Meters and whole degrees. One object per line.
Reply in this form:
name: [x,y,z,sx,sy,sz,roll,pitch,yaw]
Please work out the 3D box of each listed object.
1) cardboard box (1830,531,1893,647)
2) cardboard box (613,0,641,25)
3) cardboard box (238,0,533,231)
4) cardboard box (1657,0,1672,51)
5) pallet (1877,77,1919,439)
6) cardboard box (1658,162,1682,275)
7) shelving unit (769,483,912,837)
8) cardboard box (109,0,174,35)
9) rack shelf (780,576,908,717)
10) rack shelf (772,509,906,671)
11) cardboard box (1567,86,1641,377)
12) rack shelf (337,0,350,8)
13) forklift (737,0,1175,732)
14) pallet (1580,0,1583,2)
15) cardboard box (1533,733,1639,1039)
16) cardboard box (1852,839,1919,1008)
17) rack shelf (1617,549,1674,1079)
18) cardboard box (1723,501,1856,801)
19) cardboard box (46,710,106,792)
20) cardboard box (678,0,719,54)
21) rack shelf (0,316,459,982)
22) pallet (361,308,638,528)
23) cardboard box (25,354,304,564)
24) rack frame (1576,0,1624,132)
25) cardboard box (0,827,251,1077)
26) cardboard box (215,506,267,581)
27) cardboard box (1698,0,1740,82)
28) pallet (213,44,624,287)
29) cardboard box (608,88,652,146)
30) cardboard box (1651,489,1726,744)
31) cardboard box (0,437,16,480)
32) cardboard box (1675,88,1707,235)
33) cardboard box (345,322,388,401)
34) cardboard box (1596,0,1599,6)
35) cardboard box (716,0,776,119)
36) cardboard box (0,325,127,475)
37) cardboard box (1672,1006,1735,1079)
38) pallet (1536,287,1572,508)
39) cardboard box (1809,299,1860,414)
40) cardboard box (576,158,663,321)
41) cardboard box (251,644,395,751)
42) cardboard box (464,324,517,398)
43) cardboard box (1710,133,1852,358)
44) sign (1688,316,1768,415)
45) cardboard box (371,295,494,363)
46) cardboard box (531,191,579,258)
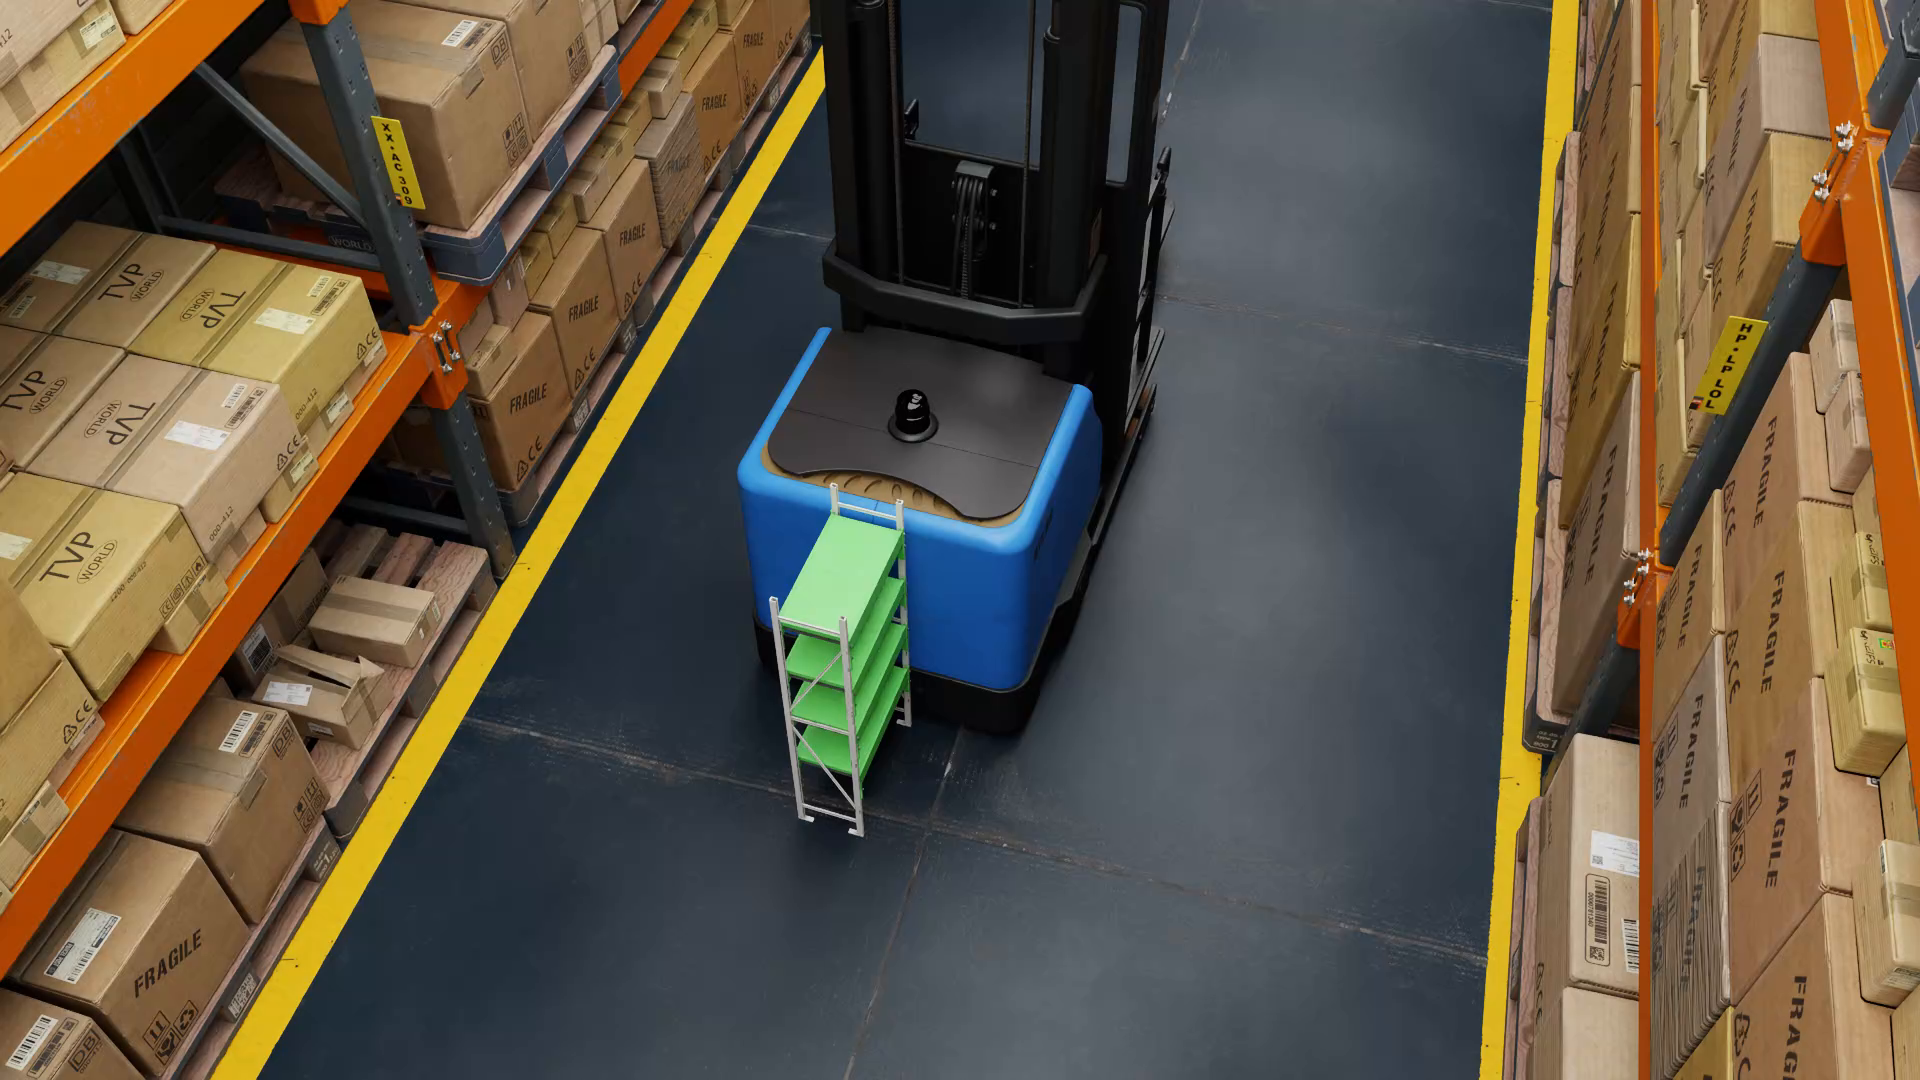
cardboard box: [1.999,0.153,3.367,0.380,0.149,0.250,11,50,10]
cardboard box: [-1.568,-2.392,6.433,0.700,0.500,0.500,11,50,10]
cardboard box: [-1.911,-1.450,5.601,0.700,0.500,0.500,13,50,11]
cardboard box: [3.099,-2.160,6.675,0.500,0.250,0.500,10,49,9]
pallet: [2.310,-0.369,3.052,1.003,0.211,1.213,12,50,10]
cardboard box: [2.697,-1.049,5.694,0.500,0.250,0.500,10,49,9]
shelving unit: [-0.370,0.425,5.493,0.258,1.200,0.503,14,50,12]
cardboard box: [-2.131,-1.387,4.059,0.380,0.149,0.250,11,50,10]
rack shelf: [-0.370,0.309,5.361,0.258,0.148,0.480,14,50,12]
rack shelf: [-0.370,0.150,5.181,0.258,0.148,0.480,14,50,12]
cardboard box: [3.087,-1.197,6.862,0.875,0.875,0.875,12,50,10]
rack shelf: [-1.728,-3.173,5.948,1.077,0.370,4.000,12,50,10]
forklift: [0.198,-1.413,5.961,1.130,2.935,3.031,14,50,12]
pallet: [4.118,-3.411,9.538,1.003,0.211,1.213,12,50,10]
cardboard box: [2.267,1.146,5.085,0.875,0.438,0.875,11,49,9]
cardboard box: [1.783,0.701,2.883,0.380,0.149,0.250,12,50,10]
rack shelf: [2.009,1.689,3.657,1.077,0.370,4.000,12,50,10]
cardboard box: [2.037,0.301,3.669,0.500,0.500,0.500,11,49,10]
cardboard box: [-2.518,0.504,4.391,0.380,0.149,0.250,11,50,10]
cardboard box: [-1.354,-2.418,7.756,0.380,0.149,0.250,13,50,11]
rack shelf: [-2.781,0.712,4.519,1.077,0.370,4.000,12,50,10]
pallet: [-2.077,-0.645,7.098,1.003,0.211,1.213,12,50,10]
cardboard box: [-2.270,-0.239,4.781,0.500,0.250,0.500,12,50,10]
rack frame: [3.588,-2.889,7.218,1.000,3.000,0.127,12,50,10]
cardboard box: [-2.556,1.212,4.986,0.500,0.500,0.500,12,50,11]
cardboard box: [-2.282,-0.039,4.870,0.380,0.149,0.250,13,50,11]
cardboard box: [2.814,-1.848,5.566,0.500,0.500,0.500,12,50,11]
pallet: [-1.939,-1.465,6.089,1.003,0.211,1.213,12,50,10]
cardboard box: [-1.577,-1.864,7.267,0.380,0.149,0.250,12,50,10]
cardboard box: [2.159,0.259,4.373,0.500,0.500,0.500,13,50,11]
cardboard box: [-2.903,-0.245,4.286,0.500,0.500,0.500,10,49,9]
cardboard box: [2.672,-1.217,5.509,0.500,0.250,0.500,13,50,11]
cardboard box: [-2.094,-0.609,5.373,0.380,0.149,0.250,12,50,11]
cardboard box: [3.933,-3.100,8.877,0.950,0.372,0.625,11,49,9]
cardboard box: [-1.247,-2.469,8.235,0.500,0.500,0.500,11,49,9]
cardboard box: [-2.770,-0.352,4.881,0.500,0.250,0.500,11,50,10]
cardboard box: [1.750,1.353,3.407,0.500,0.500,0.500,13,50,11]
pallet: [2.985,-0.531,6.997,1.003,0.211,1.213,12,50,10]
cardboard box: [2.202,-0.397,3.852,0.380,0.149,0.250,11,49,9]
cardboard box: [-1.644,-1.337,7.235,0.500,0.500,0.500,10,49,9]
cardboard box: [-2.211,0.513,5.759,0.396,0.266,0.258,13,50,11]
cardboard box: [-1.903,-0.706,6.246,0.380,0.149,0.250,14,50,12]
cardboard box: [2.411,-0.732,4.581,0.500,0.500,0.500,13,50,11]
sign: [2.009,-0.452,4.348,0.100,0.325,0.005,12,50,10]
cardboard box: [-1.962,-0.816,6.145,0.380,0.149,0.250,11,49,9]
cardboard box: [-1.789,-1.310,6.779,0.380,0.149,0.250,11,49,9]
